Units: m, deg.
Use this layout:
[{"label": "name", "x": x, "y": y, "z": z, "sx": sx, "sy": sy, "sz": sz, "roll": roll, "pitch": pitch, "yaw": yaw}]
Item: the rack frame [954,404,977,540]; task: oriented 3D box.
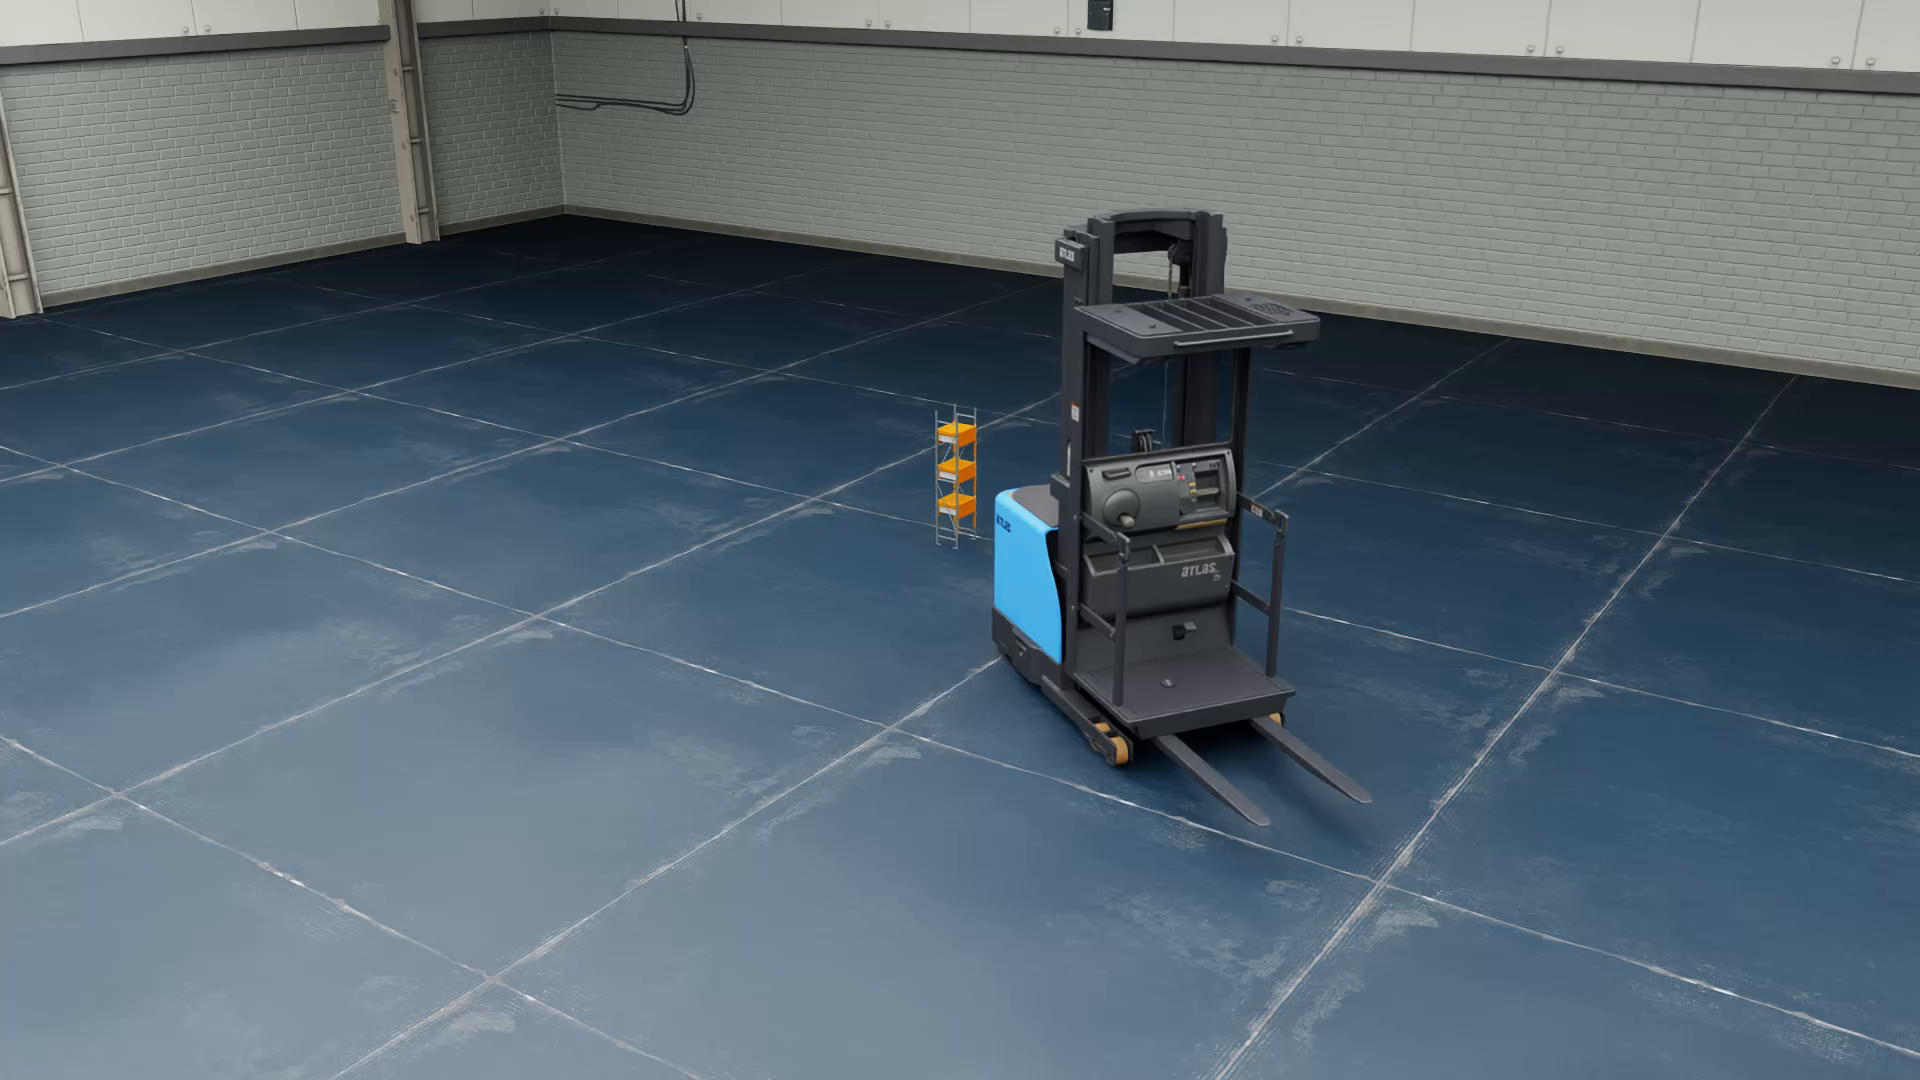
[{"label": "rack frame", "x": 0.038, "y": -0.512, "z": 12.636, "sx": 0.200, "sy": 1.050, "sz": 0.008, "roll": 13, "pitch": 24, "yaw": 32}]

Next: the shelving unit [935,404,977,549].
[{"label": "shelving unit", "x": -0.030, "y": -0.477, "z": 12.541, "sx": 0.215, "sy": 1.050, "sz": 0.252, "roll": 13, "pitch": 24, "yaw": 32}]

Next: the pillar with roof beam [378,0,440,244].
[{"label": "pillar with roof beam", "x": -4.461, "y": -7.845, "z": 21.003, "sx": 9.100, "sy": 9.000, "sz": 0.400, "roll": 13, "pitch": 24, "yaw": 32}]

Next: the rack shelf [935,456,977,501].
[{"label": "rack shelf", "x": -0.030, "y": -0.467, "z": 12.545, "sx": 0.215, "sy": 0.259, "sz": 0.240, "roll": 13, "pitch": 24, "yaw": 32}]

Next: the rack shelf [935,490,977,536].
[{"label": "rack shelf", "x": -0.030, "y": -0.206, "z": 12.641, "sx": 0.215, "sy": 0.259, "sz": 0.240, "roll": 13, "pitch": 24, "yaw": 32}]

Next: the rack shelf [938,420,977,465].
[{"label": "rack shelf", "x": -0.030, "y": -0.733, "z": 12.447, "sx": 0.215, "sy": 0.259, "sz": 0.240, "roll": 13, "pitch": 24, "yaw": 32}]

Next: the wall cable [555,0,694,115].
[{"label": "wall cable", "x": -5.272, "y": -7.816, "z": 25.399, "sx": 3.097, "sy": 2.526, "sz": 0.112, "roll": 13, "pitch": 24, "yaw": 32}]

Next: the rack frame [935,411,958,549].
[{"label": "rack frame", "x": -0.099, "y": -0.442, "z": 12.447, "sx": 0.200, "sy": 1.050, "sz": 0.008, "roll": 13, "pitch": 24, "yaw": 32}]

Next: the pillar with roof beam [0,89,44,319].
[{"label": "pillar with roof beam", "x": -7.834, "y": -6.124, "z": 16.349, "sx": 9.100, "sy": 9.000, "sz": 0.400, "roll": 13, "pitch": 24, "yaw": 32}]

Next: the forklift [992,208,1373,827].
[{"label": "forklift", "x": 1.233, "y": -0.270, "z": 9.271, "sx": 1.130, "sy": 2.935, "sz": 3.031, "roll": -8, "pitch": 22, "yaw": -21}]

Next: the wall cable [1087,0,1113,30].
[{"label": "wall cable", "x": 2.571, "y": -9.011, "z": 19.253, "sx": 2.305, "sy": 6.003, "sz": 0.169, "roll": 13, "pitch": 24, "yaw": 32}]
